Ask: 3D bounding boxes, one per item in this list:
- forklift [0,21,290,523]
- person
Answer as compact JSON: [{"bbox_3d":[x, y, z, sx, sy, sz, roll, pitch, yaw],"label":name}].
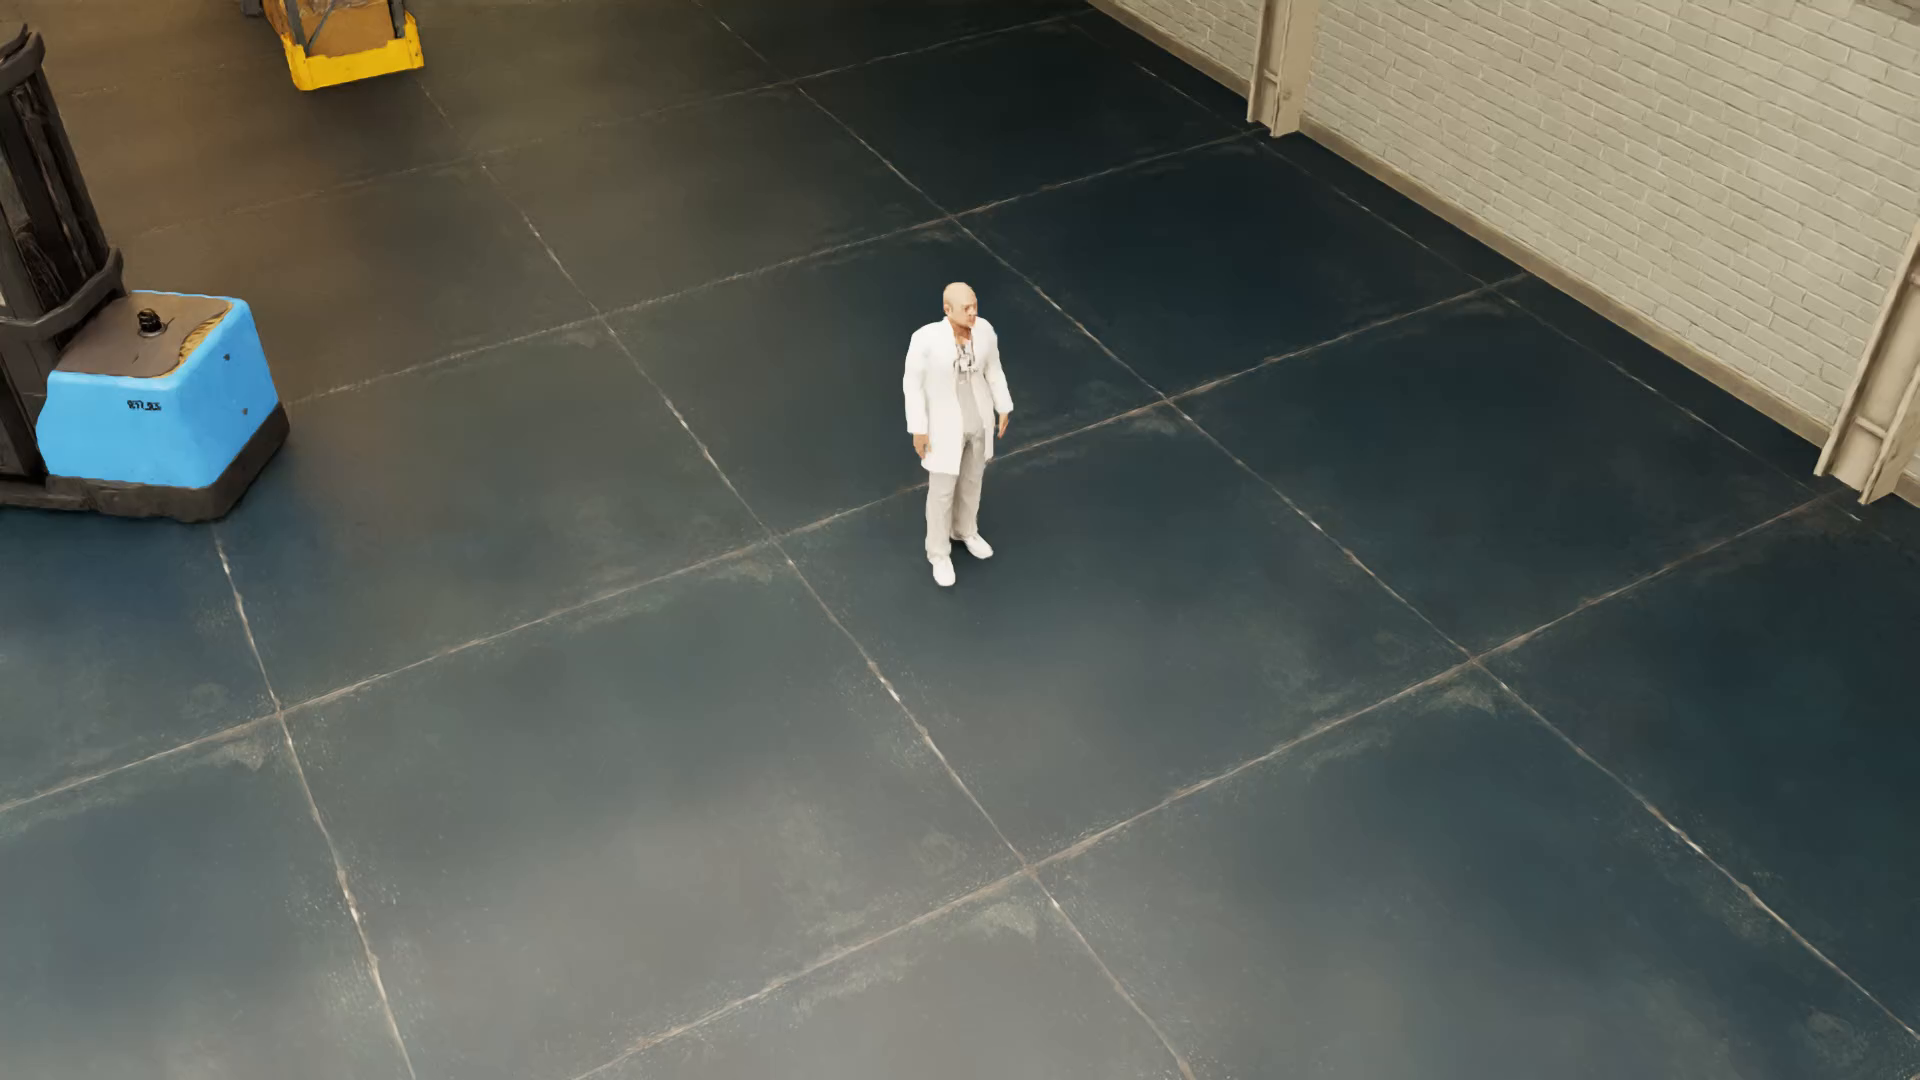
[{"bbox_3d":[-6.030,-1.660,10.037,3.031,2.935,1.130,5,40,6],"label":"forklift"},{"bbox_3d":[0.042,-0.638,9.697,0.694,1.776,0.579,-20,44,-23],"label":"person"}]
